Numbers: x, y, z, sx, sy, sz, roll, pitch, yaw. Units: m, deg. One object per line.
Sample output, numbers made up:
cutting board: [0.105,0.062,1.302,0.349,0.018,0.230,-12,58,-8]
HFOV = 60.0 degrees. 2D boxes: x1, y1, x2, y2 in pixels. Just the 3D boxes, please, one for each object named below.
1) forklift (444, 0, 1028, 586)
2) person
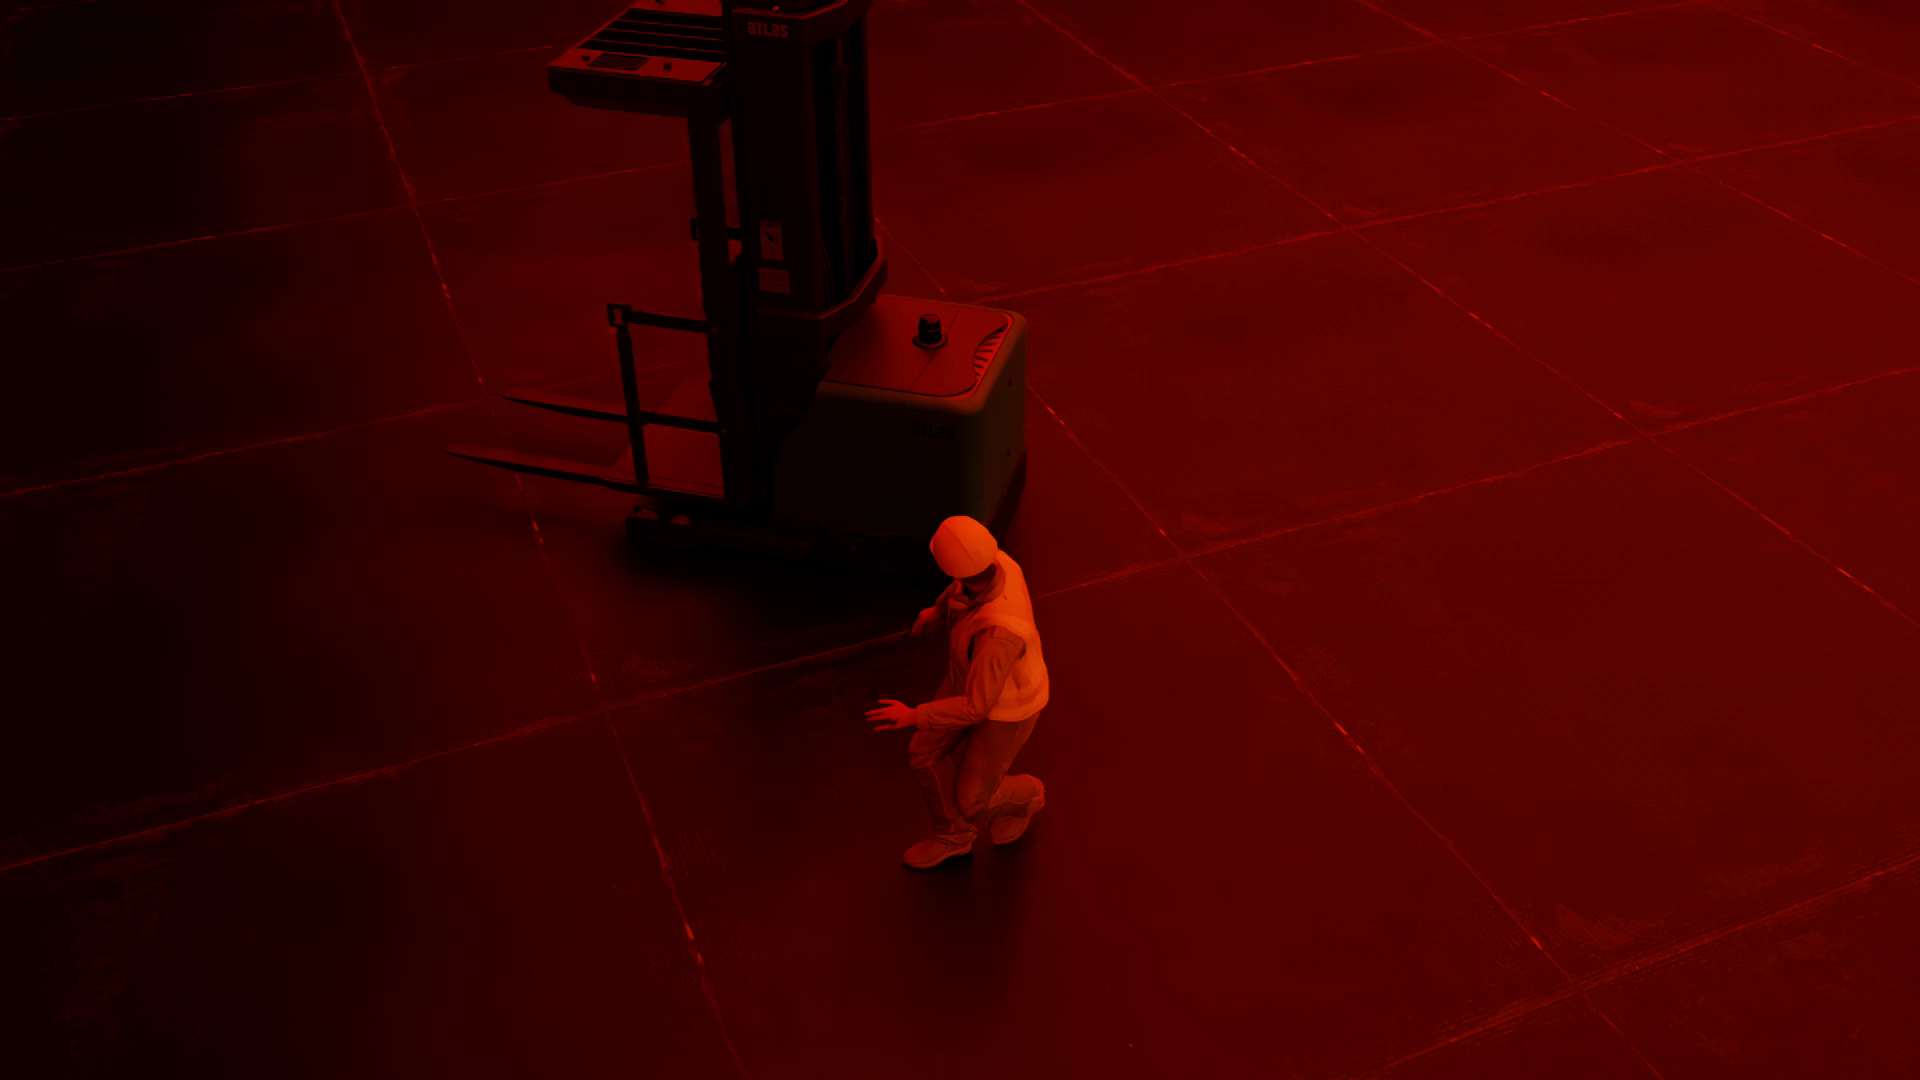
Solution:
forklift: [-1.220,-1.439,8.122,3.031,2.935,1.130,9,36,13]
person: [-0.038,0.571,6.410,0.805,1.645,0.849,-14,38,-18]
